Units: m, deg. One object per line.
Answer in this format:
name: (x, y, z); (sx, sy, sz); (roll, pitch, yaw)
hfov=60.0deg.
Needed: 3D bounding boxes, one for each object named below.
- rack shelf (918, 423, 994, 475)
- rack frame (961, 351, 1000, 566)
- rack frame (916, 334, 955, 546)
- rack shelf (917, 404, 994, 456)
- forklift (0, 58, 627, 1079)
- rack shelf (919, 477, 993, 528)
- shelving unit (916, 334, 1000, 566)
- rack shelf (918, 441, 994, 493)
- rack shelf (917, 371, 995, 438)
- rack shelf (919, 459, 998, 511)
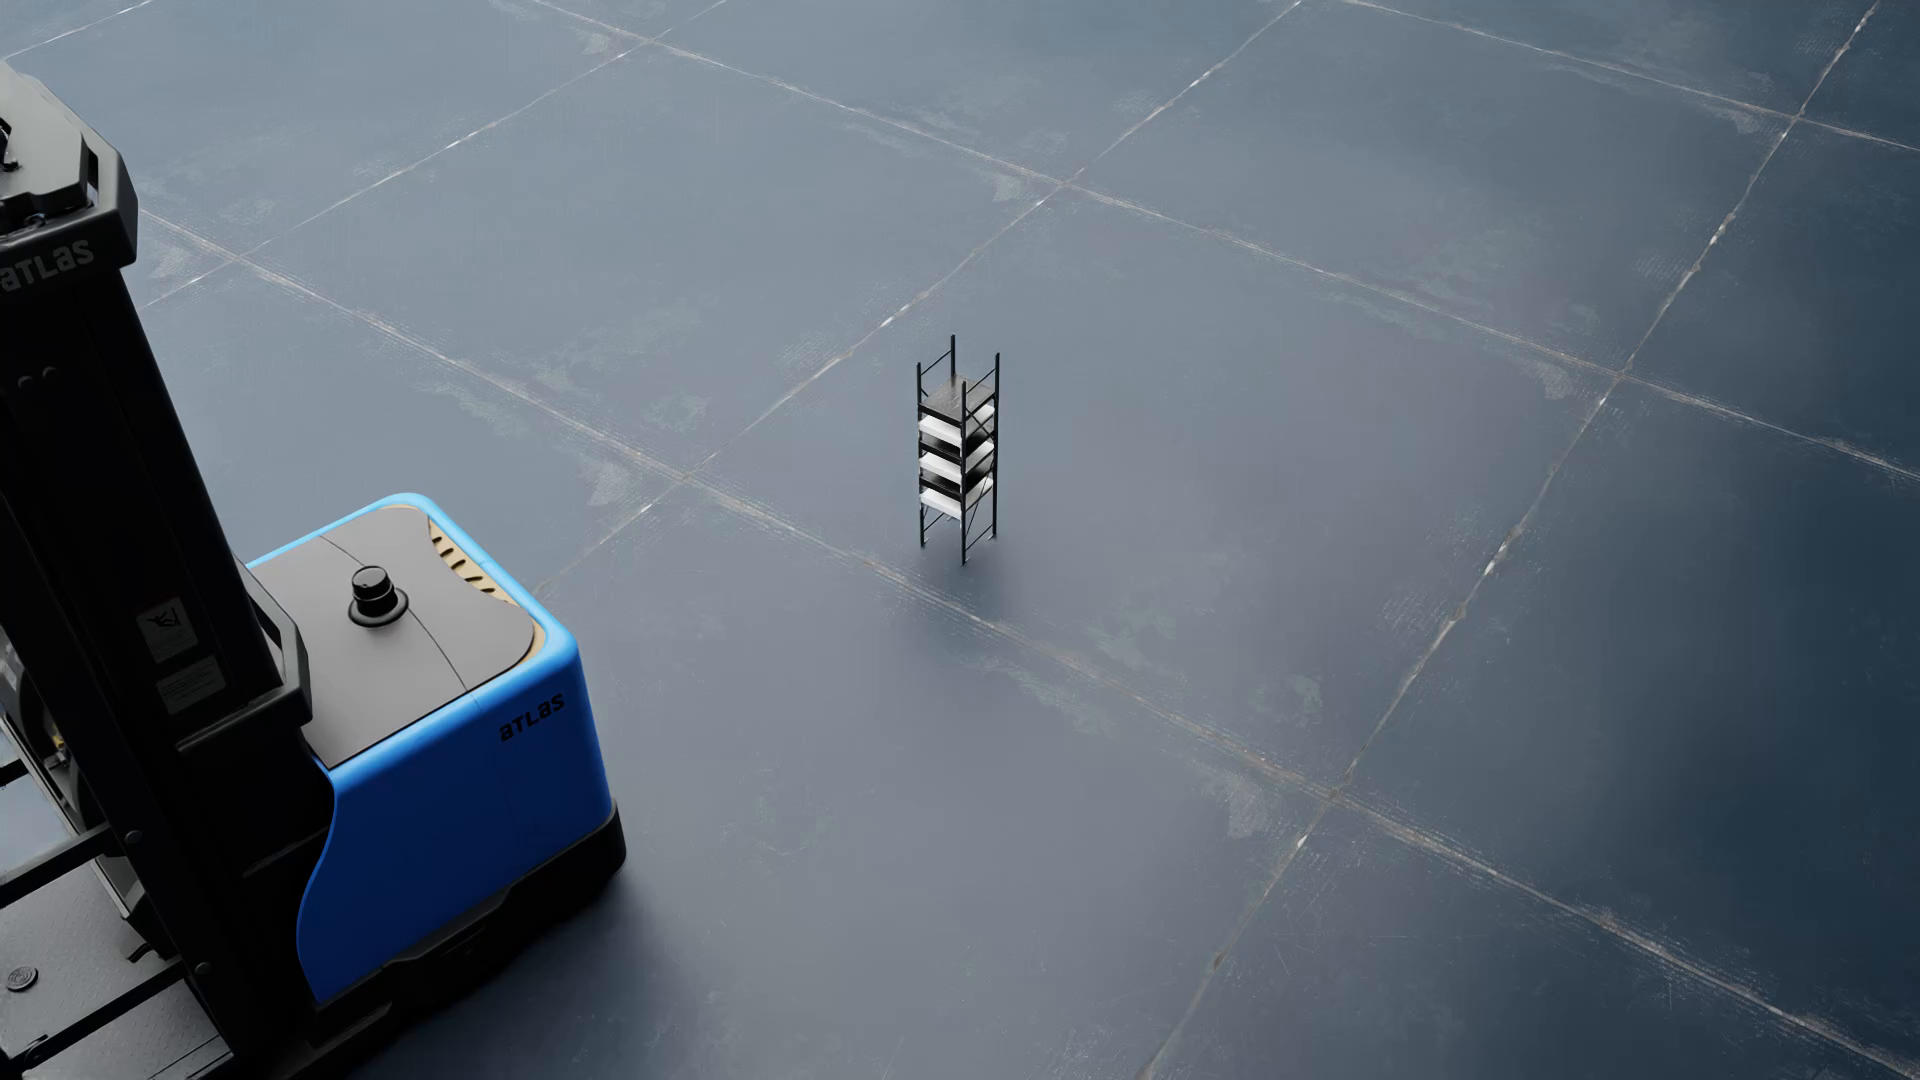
rack shelf: (-0.007, -0.381, 6.416); (0.200, 0.077, 0.258); (25, 48, 25)
rack frame: (0.077, -0.300, 6.410); (0.006, 0.900, 0.240); (25, 48, 25)
rack frame: (-0.090, -0.377, 6.497); (0.006, 0.900, 0.240); (25, 48, 25)
rack shelf: (-0.007, -0.448, 6.356); (0.200, 0.077, 0.258); (25, 48, 25)
forklift: (-2.526, 0.431, 4.070); (3.031, 2.935, 1.130); (-32, 51, -30)
rack shelf: (-0.007, -0.179, 6.596); (0.200, 0.077, 0.258); (25, 48, 25)
shelving unit: (-0.007, -0.338, 6.453); (0.210, 0.900, 0.258); (25, 48, 25)
rack shelf: (-0.007, -0.314, 6.476); (0.200, 0.077, 0.258); (25, 48, 25)
rack shelf: (-0.007, -0.515, 6.296); (0.200, 0.077, 0.258); (25, 48, 25)
rack shelf: (-0.007, -0.247, 6.536); (0.200, 0.077, 0.258); (25, 48, 25)
